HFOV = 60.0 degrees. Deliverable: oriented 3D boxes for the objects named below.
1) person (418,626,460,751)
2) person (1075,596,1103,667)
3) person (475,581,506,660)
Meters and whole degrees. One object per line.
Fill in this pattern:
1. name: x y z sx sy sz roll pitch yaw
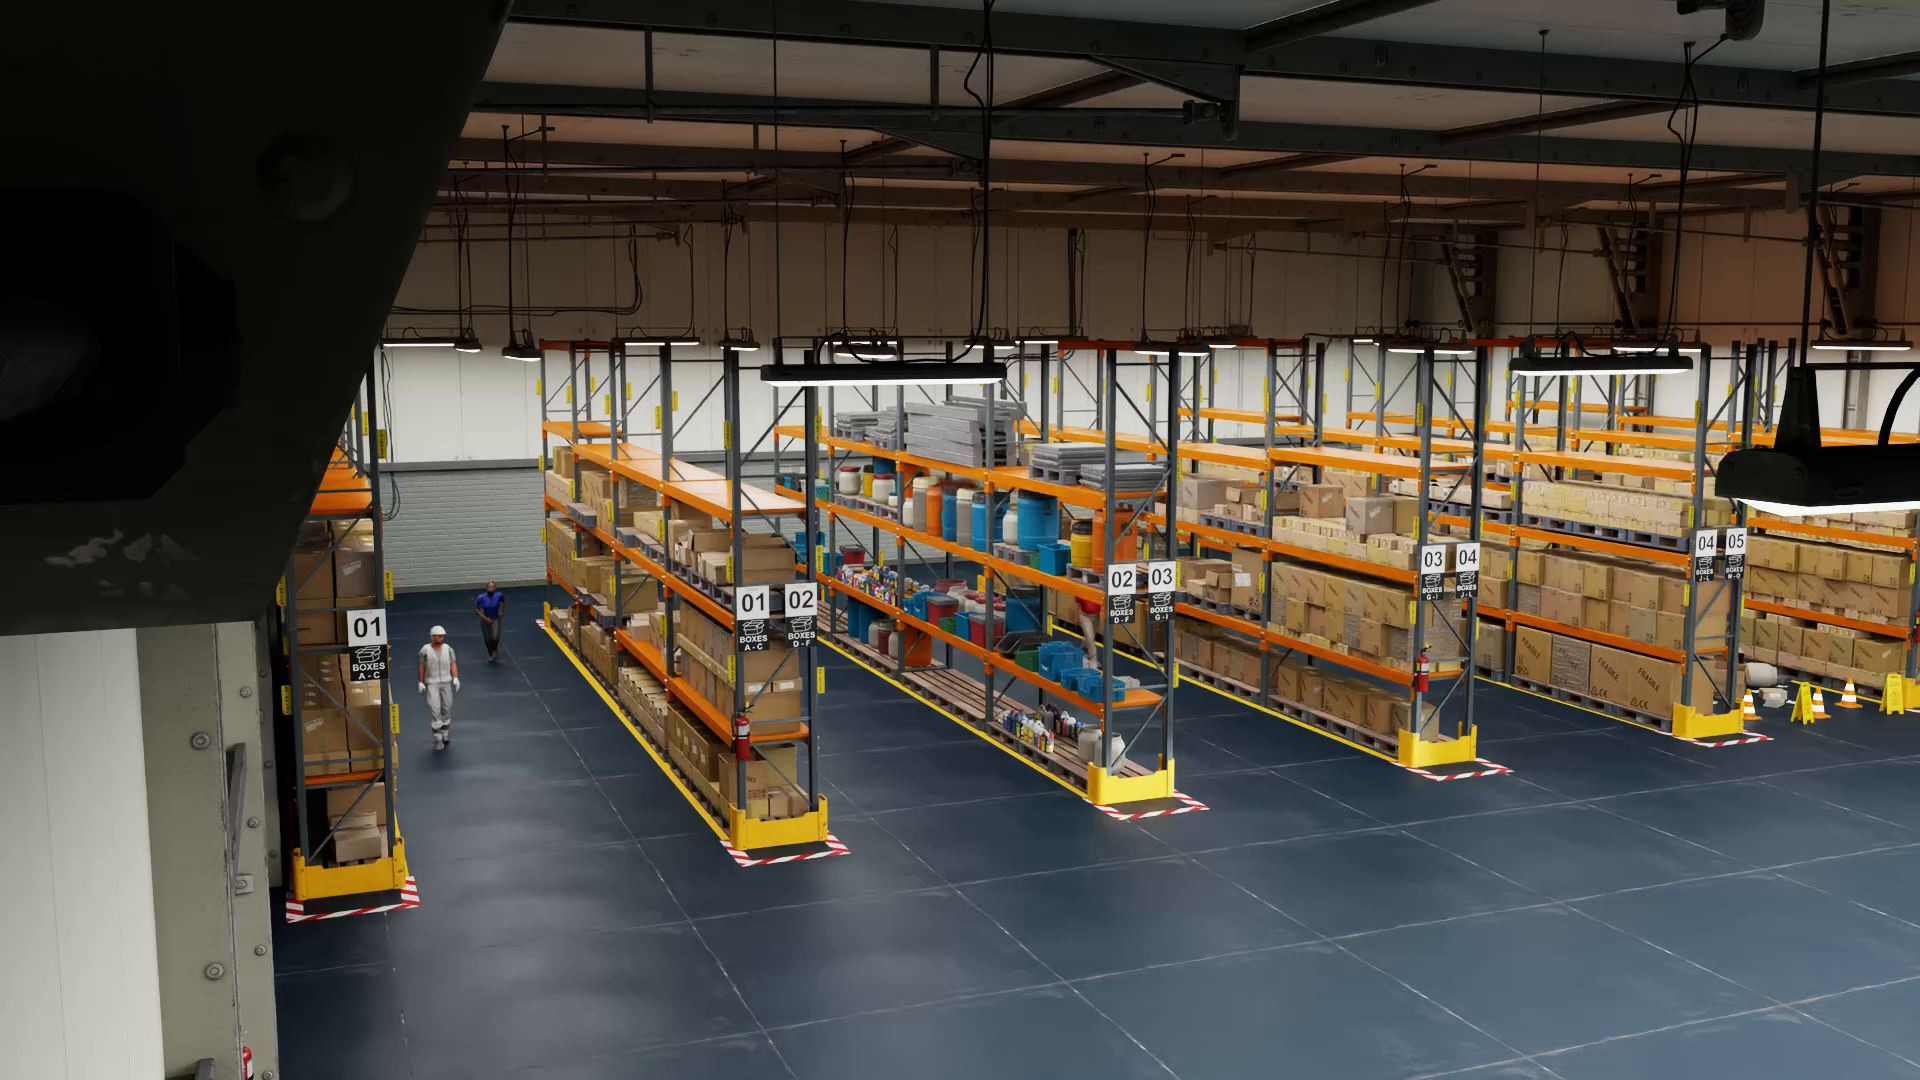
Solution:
1. person: -7.795 2.211 24.999 0.561 1.804 0.673 -5 9 -35
2. person: 2.468 1.465 30.955 0.537 1.662 1.067 -3 8 -24
3. person: -8.779 1.514 31.143 0.549 1.568 0.737 -2 8 -13
